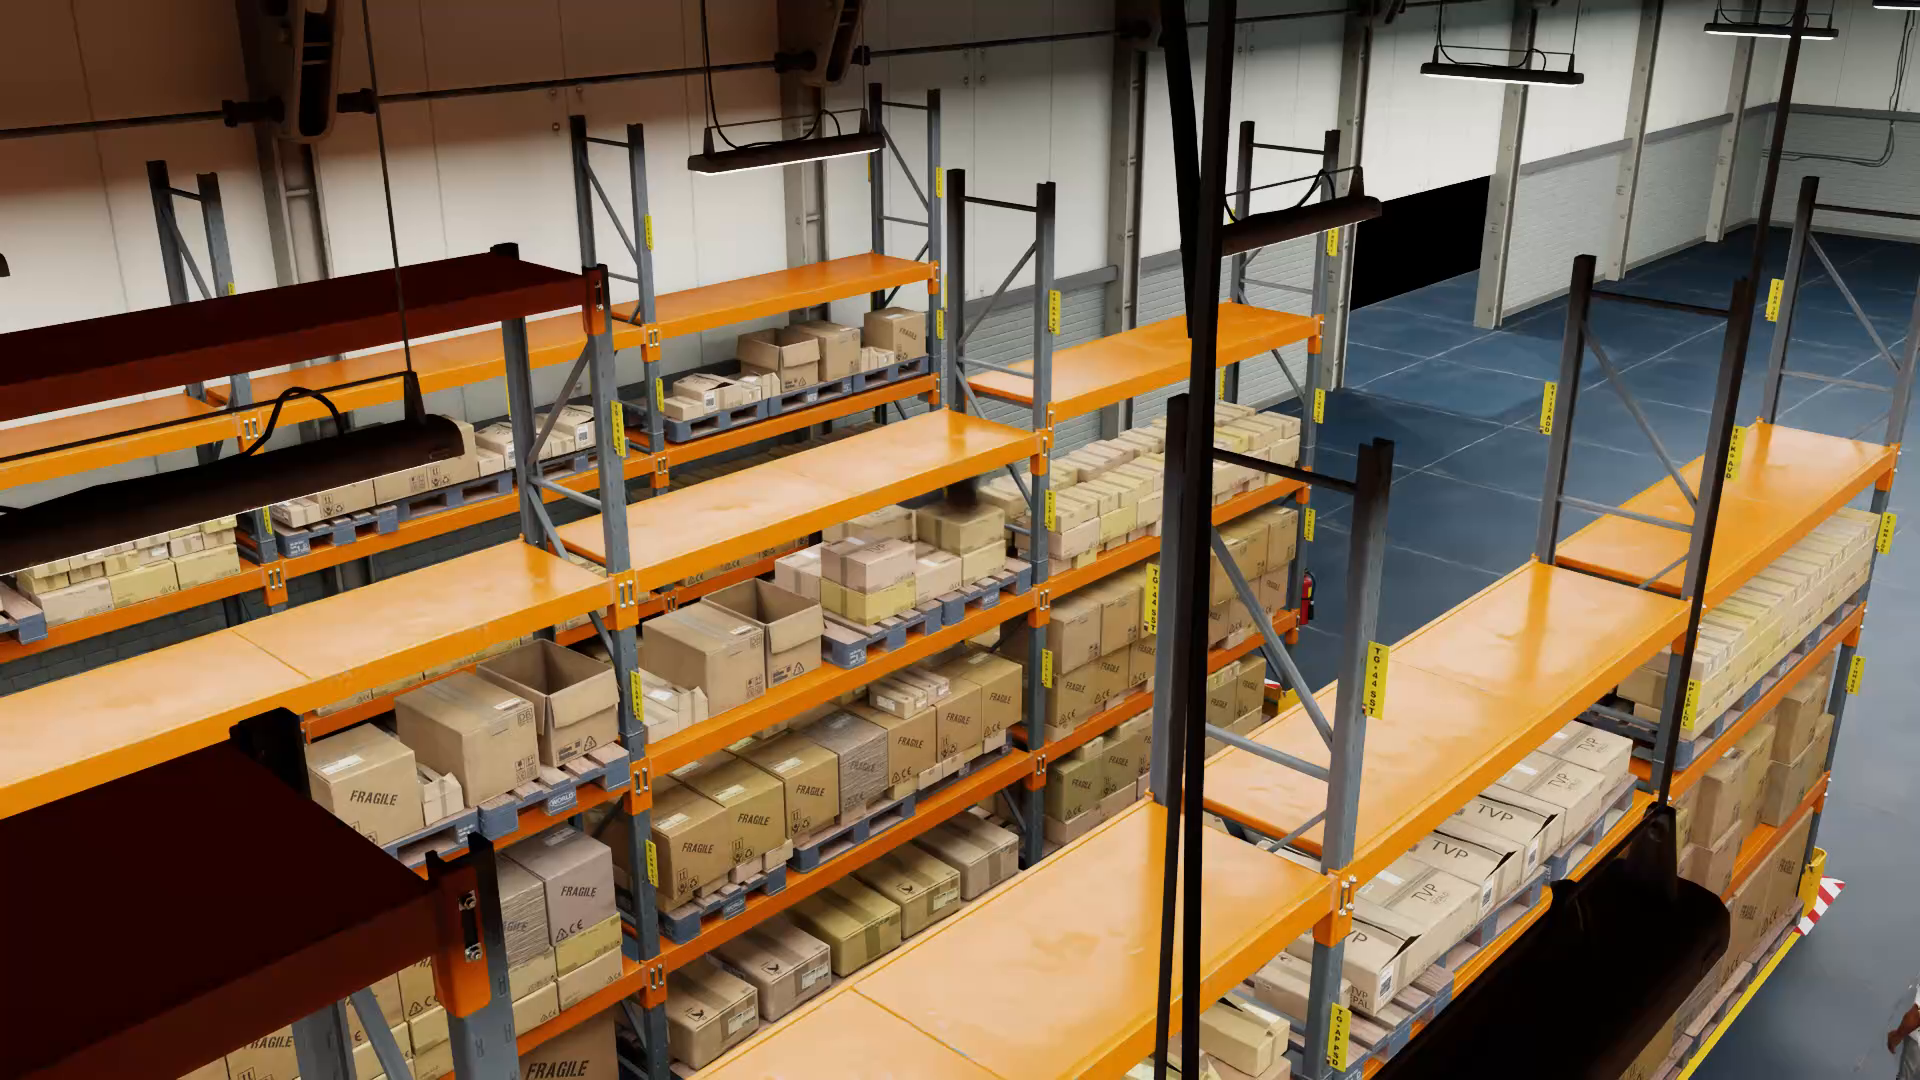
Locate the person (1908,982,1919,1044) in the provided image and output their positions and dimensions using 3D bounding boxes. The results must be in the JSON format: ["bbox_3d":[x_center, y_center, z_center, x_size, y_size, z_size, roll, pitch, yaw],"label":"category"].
[{"bbox_3d":[6.538,3.327,11.120,0.575,1.818,0.396,-2,21,-5],"label":"person"}]
